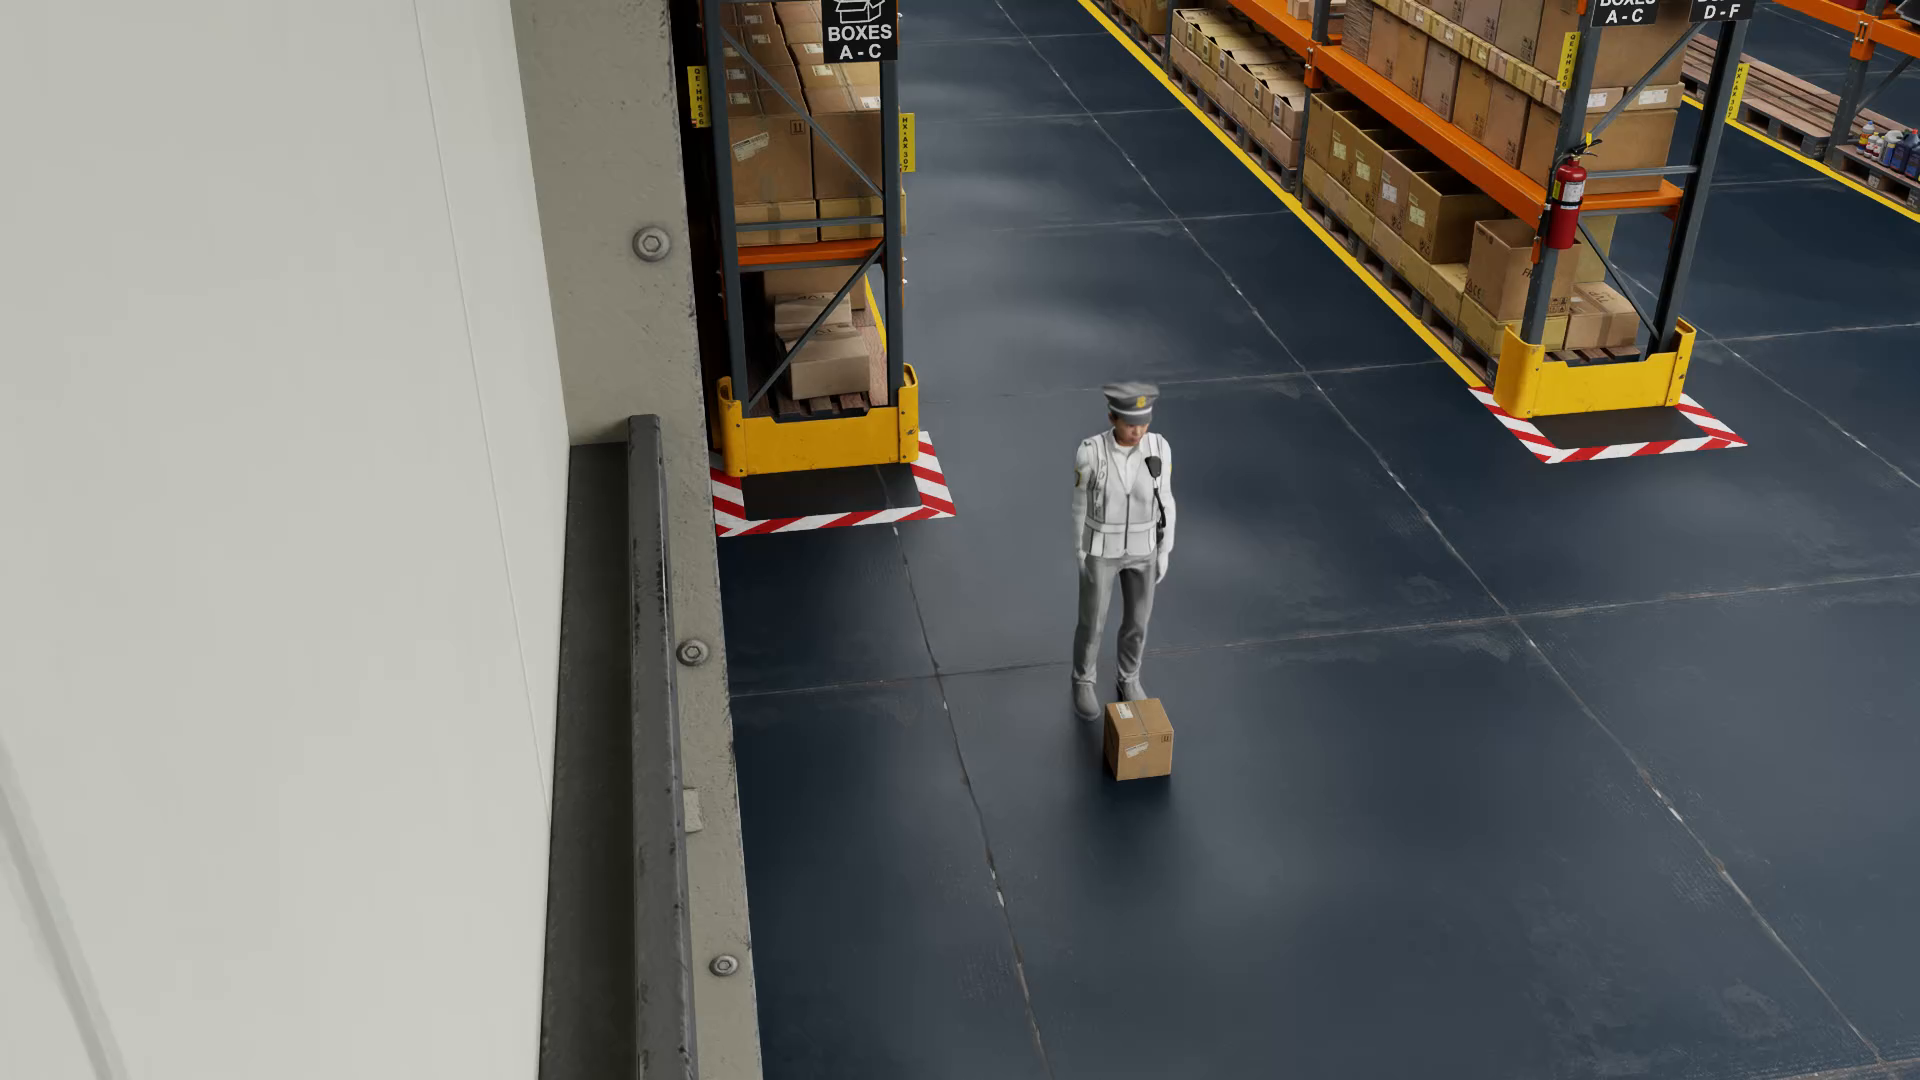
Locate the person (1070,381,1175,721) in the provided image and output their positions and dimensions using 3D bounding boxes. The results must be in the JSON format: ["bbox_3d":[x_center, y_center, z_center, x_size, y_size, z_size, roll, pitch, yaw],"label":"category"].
[{"bbox_3d":[0.737,0.062,7.533,0.468,1.670,0.329,-5,31,-8],"label":"person"}]
